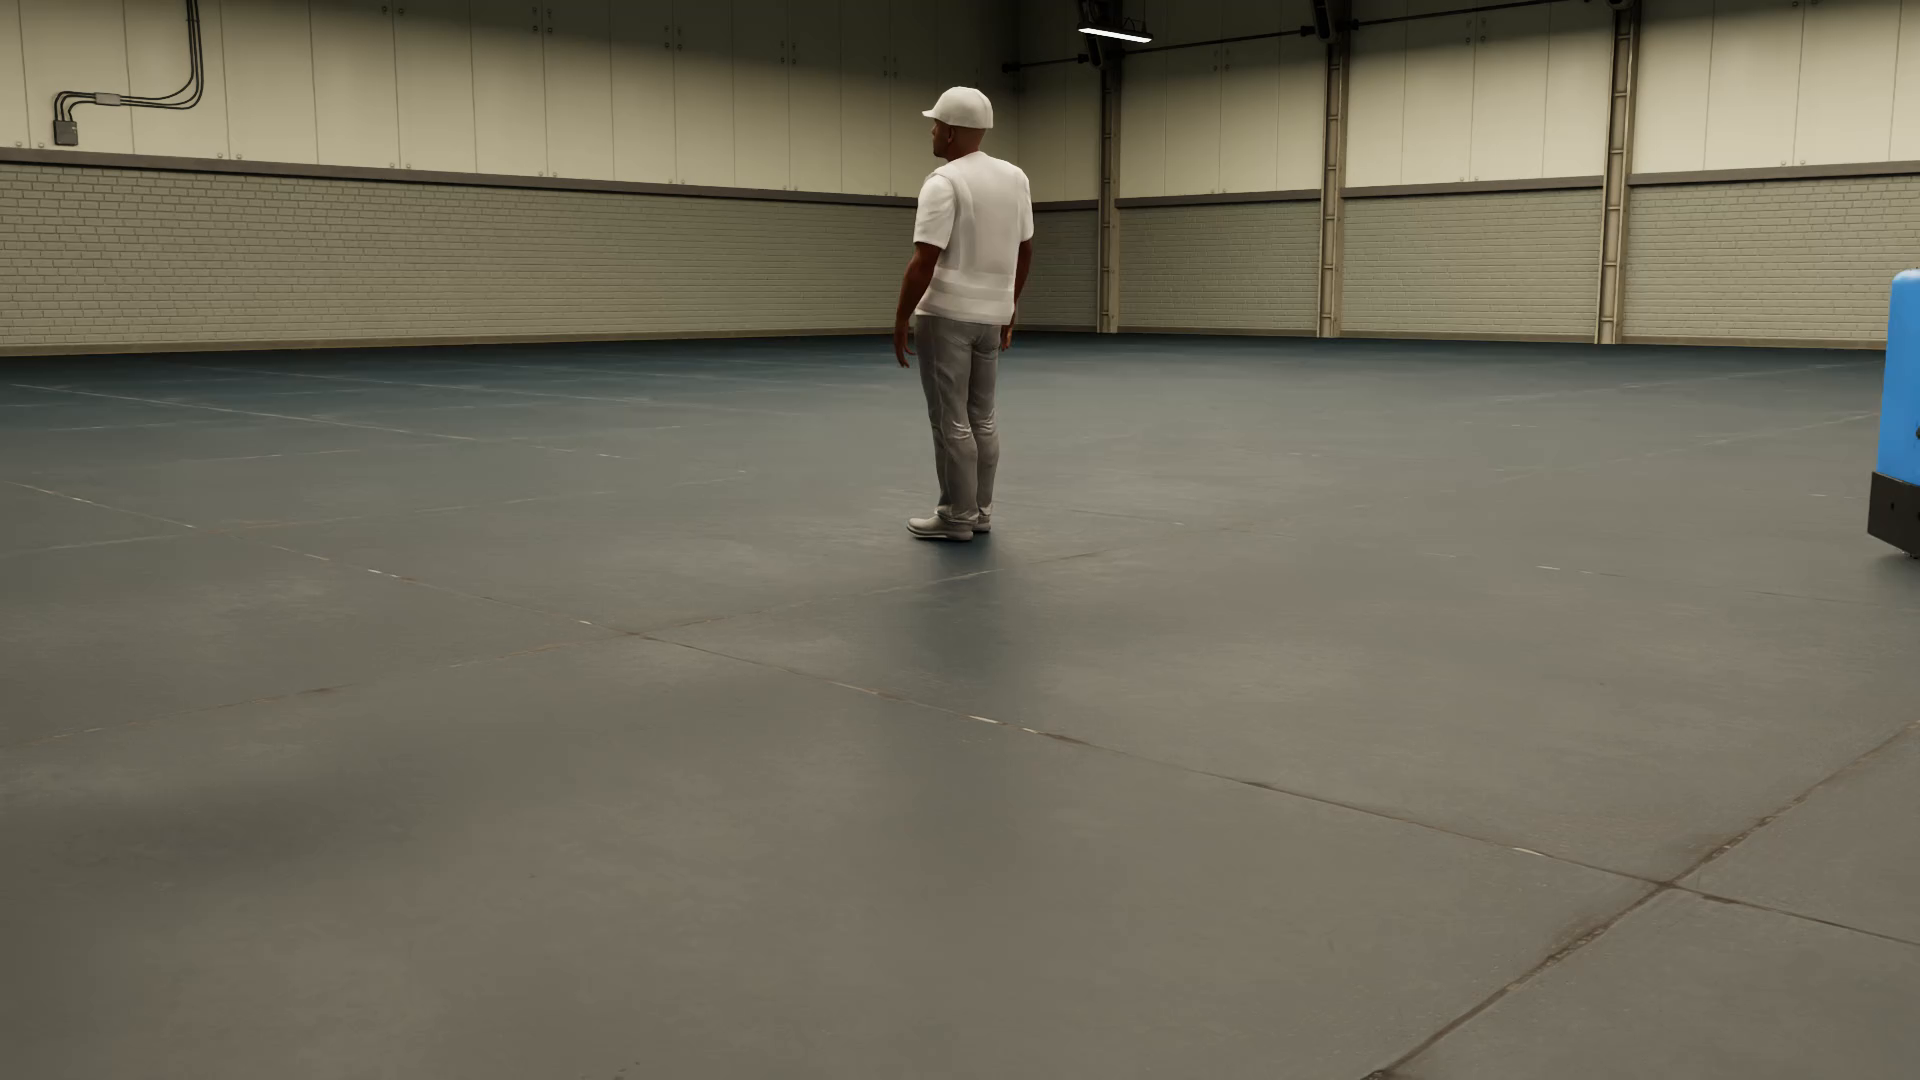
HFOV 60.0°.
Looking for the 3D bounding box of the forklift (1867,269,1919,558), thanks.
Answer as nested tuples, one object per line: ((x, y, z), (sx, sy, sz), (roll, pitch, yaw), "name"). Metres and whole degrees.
((4.869, -1.289, 5.437), (3.031, 2.935, 1.130), (2, 9, 13), "forklift")

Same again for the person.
((-0.045, -0.888, 6.637), (0.577, 1.765, 0.665), (8, 12, 43), "person")
